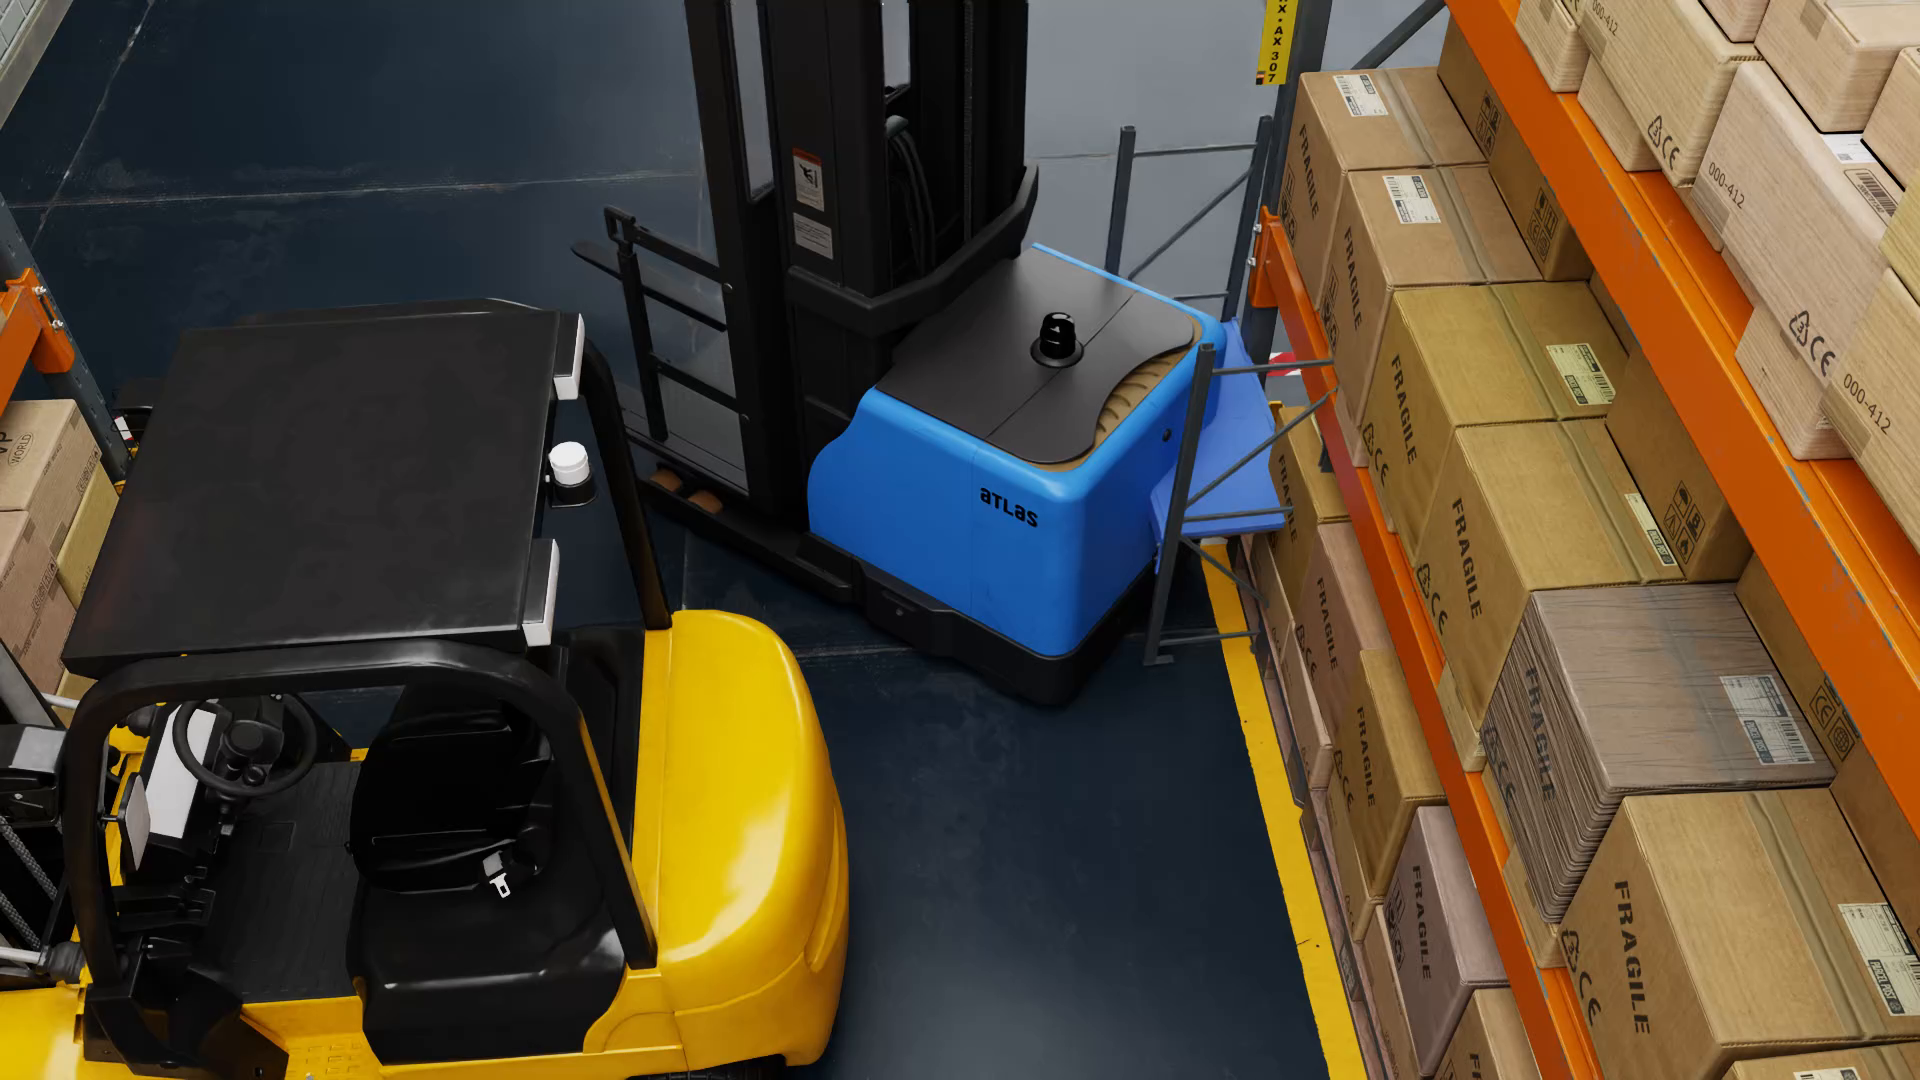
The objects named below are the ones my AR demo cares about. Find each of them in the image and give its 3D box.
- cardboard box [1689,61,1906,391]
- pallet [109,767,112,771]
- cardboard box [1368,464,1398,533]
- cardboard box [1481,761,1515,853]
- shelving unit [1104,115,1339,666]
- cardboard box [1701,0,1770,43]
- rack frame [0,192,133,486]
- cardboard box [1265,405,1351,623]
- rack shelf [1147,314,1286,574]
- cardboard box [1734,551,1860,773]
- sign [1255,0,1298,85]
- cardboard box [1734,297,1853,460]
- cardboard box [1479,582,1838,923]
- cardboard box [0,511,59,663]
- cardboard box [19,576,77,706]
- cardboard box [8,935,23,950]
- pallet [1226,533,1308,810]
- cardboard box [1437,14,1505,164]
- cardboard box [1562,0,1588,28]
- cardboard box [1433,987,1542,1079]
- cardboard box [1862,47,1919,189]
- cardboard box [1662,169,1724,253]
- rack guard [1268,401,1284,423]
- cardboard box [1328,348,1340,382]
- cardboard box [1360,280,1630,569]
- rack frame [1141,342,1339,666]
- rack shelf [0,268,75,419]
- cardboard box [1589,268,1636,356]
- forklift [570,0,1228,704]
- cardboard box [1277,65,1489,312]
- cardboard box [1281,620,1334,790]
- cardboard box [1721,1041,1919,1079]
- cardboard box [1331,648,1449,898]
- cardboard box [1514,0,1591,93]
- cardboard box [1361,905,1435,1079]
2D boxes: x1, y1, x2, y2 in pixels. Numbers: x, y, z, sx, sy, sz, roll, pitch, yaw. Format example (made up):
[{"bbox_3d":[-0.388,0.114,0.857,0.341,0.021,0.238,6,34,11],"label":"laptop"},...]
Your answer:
[{"bbox_3d":[1.462,-0.485,2.476,0.500,0.250,0.500,-4,47,-4],"label":"cardboard box"},{"bbox_3d":[-3.336,0.555,5.579,1.003,0.211,1.213,-3,47,-3],"label":"pallet"},{"bbox_3d":[1.334,-0.164,4.512,0.380,0.149,0.250,-2,47,-2],"label":"cardboard box"},{"bbox_3d":[1.428,0.586,3.802,0.380,0.149,0.250,-4,47,-4],"label":"cardboard box"},{"bbox_3d":[0.823,-0.466,5.572,0.538,1.500,1.048,-6,50,-7],"label":"shelving unit"},{"bbox_3d":[1.370,-0.916,2.609,0.380,0.149,0.250,-3,47,-3],"label":"cardboard box"},{"bbox_3d":[-3.442,-0.954,5.088,1.000,3.000,0.127,-3,47,-3],"label":"rack frame"},{"bbox_3d":[1.299,-0.098,5.365,0.500,0.500,0.500,-5,47,-5],"label":"cardboard box"},{"bbox_3d":[0.818,-0.350,5.709,0.538,0.185,1.000,-6,50,-7],"label":"rack shelf"},{"bbox_3d":[1.982,0.088,3.139,0.700,0.500,0.500,-4,47,-4],"label":"cardboard box"},{"bbox_3d":[0.963,-1.523,5.030,0.100,0.325,0.005,-3,47,-3],"label":"sign"},{"bbox_3d":[1.437,-0.265,2.542,0.380,0.149,0.250,-2,47,-2],"label":"cardboard box"},{"bbox_3d":[1.456,0.445,3.489,0.500,0.500,0.500,-2,47,-2],"label":"cardboard box"},{"bbox_3d":[-3.044,0.186,4.923,0.500,0.250,0.500,-3,47,-3],"label":"cardboard box"},{"bbox_3d":[-3.058,0.372,5.092,0.500,0.250,0.500,-4,47,-4],"label":"cardboard box"},{"bbox_3d":[-2.957,1.265,4.591,0.500,0.250,0.500,-2,47,-2],"label":"cardboard box"},{"bbox_3d":[1.543,0.345,5.778,1.003,0.211,1.213,-3,47,-3],"label":"pallet"},{"bbox_3d":[1.764,-1.383,4.531,0.700,0.500,0.500,-5,47,-4],"label":"cardboard box"},{"bbox_3d":[1.381,-1.223,3.175,0.500,0.250,0.500,-2,47,-2],"label":"cardboard box"},{"bbox_3d":[1.478,1.399,3.947,0.500,0.500,0.500,-3,47,-3],"label":"cardboard box"},{"bbox_3d":[1.492,-0.553,2.265,0.380,0.149,0.250,-4,47,-4],"label":"cardboard box"},{"bbox_3d":[1.474,-0.644,2.901,0.380,0.149,0.250,-4,47,-4],"label":"cardboard box"},{"bbox_3d":[1.510,-0.344,6.232,1.175,0.500,0.348,-3,47,-3],"label":"rack guard"},{"bbox_3d":[1.303,-0.535,4.864,0.380,0.149,0.250,-5,47,-5],"label":"cardboard box"},{"bbox_3d":[1.358,-0.293,4.187,0.500,0.500,0.500,-4,47,-4],"label":"cardboard box"},{"bbox_3d":[0.900,-0.080,5.249,0.500,1.500,0.032,-6,50,-7],"label":"rack frame"},{"bbox_3d":[-3.274,0.740,3.979,1.077,0.370,4.000,-3,47,-3],"label":"rack shelf"},{"bbox_3d":[1.945,-0.653,3.840,0.700,0.500,0.500,-4,47,-4],"label":"cardboard box"},{"bbox_3d":[-0.601,-1.318,5.479,3.031,2.935,1.130,27,52,23],"label":"forklift"},{"bbox_3d":[1.267,-1.036,4.891,0.500,0.500,0.500,-4,47,-4],"label":"cardboard box"},{"bbox_3d":[1.331,0.513,5.303,0.500,0.250,0.500,-2,47,-2],"label":"cardboard box"},{"bbox_3d":[1.554,1.192,2.781,0.500,0.500,0.500,-5,47,-4],"label":"cardboard box"},{"bbox_3d":[1.381,0.644,4.663,0.500,0.500,0.500,-3,47,-3],"label":"cardboard box"},{"bbox_3d":[1.320,-1.009,3.247,0.380,0.149,0.250,-3,47,-3],"label":"cardboard box"},{"bbox_3d":[1.429,1.272,4.584,0.500,0.250,0.500,-3,47,-3],"label":"cardboard box"}]
